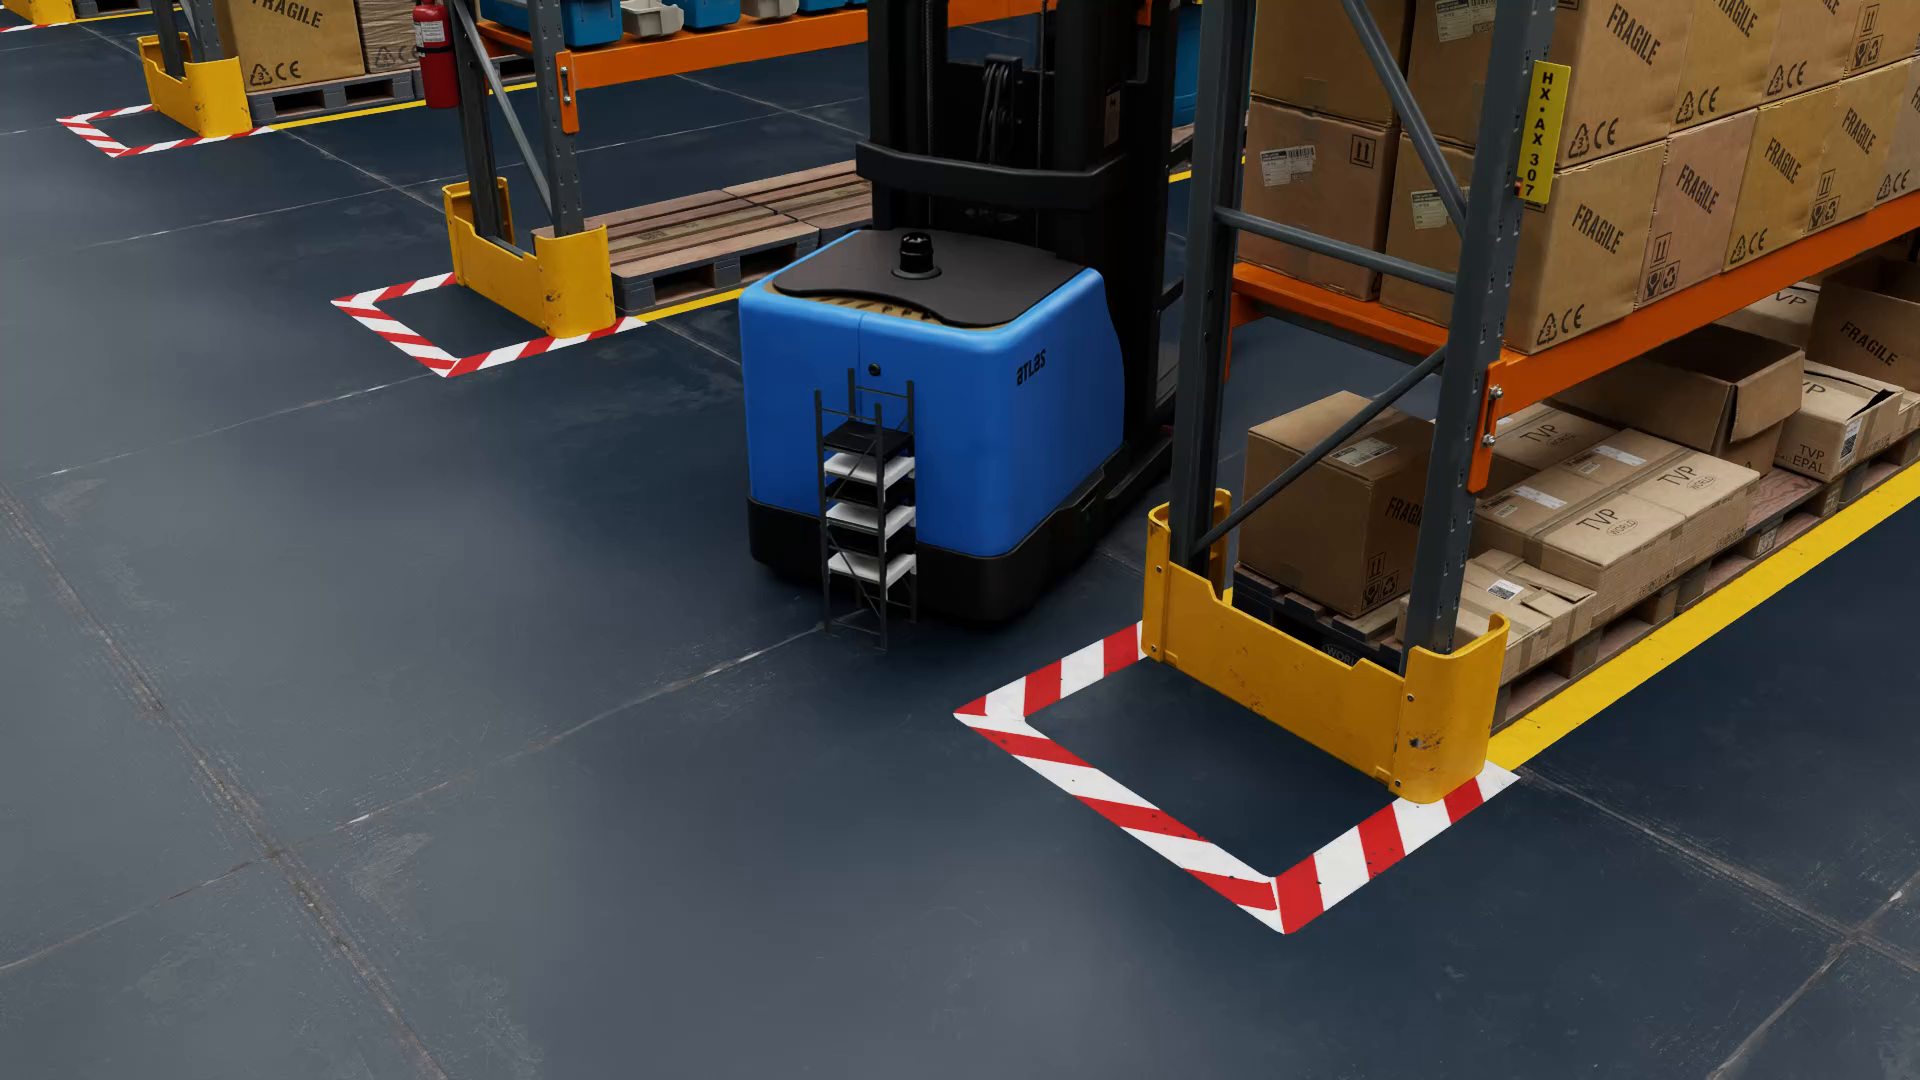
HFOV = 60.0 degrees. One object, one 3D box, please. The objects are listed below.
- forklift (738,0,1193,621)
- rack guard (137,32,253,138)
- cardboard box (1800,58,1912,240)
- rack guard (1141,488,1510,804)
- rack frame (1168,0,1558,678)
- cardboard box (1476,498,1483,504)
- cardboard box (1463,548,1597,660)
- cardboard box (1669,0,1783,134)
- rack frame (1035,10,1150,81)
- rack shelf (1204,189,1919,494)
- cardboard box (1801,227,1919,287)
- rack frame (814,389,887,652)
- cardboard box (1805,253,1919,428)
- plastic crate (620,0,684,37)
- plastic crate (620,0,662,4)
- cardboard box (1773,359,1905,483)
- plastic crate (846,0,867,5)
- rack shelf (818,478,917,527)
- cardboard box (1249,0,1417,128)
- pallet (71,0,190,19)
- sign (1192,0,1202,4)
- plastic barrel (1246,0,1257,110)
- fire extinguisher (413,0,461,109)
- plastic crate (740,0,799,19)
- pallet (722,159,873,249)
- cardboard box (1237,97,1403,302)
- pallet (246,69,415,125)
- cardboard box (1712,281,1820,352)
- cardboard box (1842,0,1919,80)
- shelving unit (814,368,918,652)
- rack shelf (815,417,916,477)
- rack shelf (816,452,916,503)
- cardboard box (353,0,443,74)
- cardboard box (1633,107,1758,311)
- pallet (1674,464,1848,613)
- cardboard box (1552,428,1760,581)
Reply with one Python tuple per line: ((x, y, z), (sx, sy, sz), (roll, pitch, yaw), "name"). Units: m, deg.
((0.371, -1.685, 6.293), (1.130, 2.935, 3.031), (14, 31, 24), "forklift")
((-5.414, -3.227, 11.757), (0.348, 0.500, 1.175), (-22, 35, -35), "rack guard")
((2.694, -1.333, 5.456), (0.500, 0.500, 0.500), (-21, 35, -34), "cardboard box")
((1.089, 0.296, 5.166), (0.348, 0.500, 1.175), (-22, 35, -35), "rack guard")
((1.031, -0.783, 4.533), (0.127, 3.000, 1.000), (-22, 35, -35), "rack frame")
((1.651, -0.074, 5.745), (0.250, 0.166, 0.380), (-22, 35, -35), "cardboard box")
((1.763, 0.191, 5.250), (0.250, 0.166, 0.380), (-22, 35, -35), "cardboard box")
((1.933, -1.472, 4.656), (0.500, 0.500, 0.500), (-21, 35, -34), "cardboard box")
((0.862, -3.784, 10.149), (0.127, 3.000, 1.000), (-22, 35, -35), "rack frame")
((2.553, -1.078, 5.848), (4.000, 0.370, 1.077), (-22, 35, -35), "rack shelf")
((4.264, -1.352, 7.783), (0.500, 0.500, 0.500), (-22, 35, -35), "cardboard box")
((-0.350, -0.049, 5.388), (0.240, 0.900, 0.006), (14, 31, 24), "rack frame")
((3.825, -0.823, 6.792), (0.500, 0.500, 0.500), (-22, 35, -35), "cardboard box")
((-1.482, -2.497, 7.955), (0.298, 0.136, 0.250), (-22, 35, -35), "plastic crate")
((-1.678, -2.785, 8.495), (0.243, 0.136, 0.396), (-22, 35, -35), "plastic crate")
((3.254, -0.510, 6.407), (0.500, 0.311, 0.500), (-22, 35, -35), "cardboard box")
((-0.550, -2.965, 8.730), (0.300, 0.233, 0.416), (-22, 35, -35), "plastic crate")
((-0.303, -0.142, 5.441), (0.258, 0.077, 0.200), (14, 31, 24), "rack shelf")
((1.191, -1.503, 4.713), (0.500, 0.500, 0.500), (-22, 35, -35), "cardboard box")
((-7.839, -5.175, 15.710), (1.213, 0.211, 1.003), (-22, 35, -35), "pallet")
((0.686, -1.639, 4.570), (0.005, 0.325, 0.100), (-22, 35, -35), "sign")
((1.826, -3.421, 11.250), (0.708, 0.901, 0.600), (-22, 35, -35), "plastic barrel")
((-2.591, -2.479, 8.184), (0.183, 0.674, 0.296), (-22, 35, -35), "fire extinguisher")
((-0.966, -2.704, 8.344), (0.298, 0.136, 0.250), (-22, 35, -35), "plastic crate")
((-0.601, -1.940, 9.657), (1.213, 0.211, 1.003), (-22, 35, -35), "pallet")
((1.195, -1.062, 4.949), (0.500, 0.500, 0.500), (-21, 34, -33), "cardboard box")
((-4.838, -3.379, 12.350), (1.213, 0.211, 1.003), (-22, 35, -35), "pallet")
((3.614, -0.964, 7.258), (0.500, 0.311, 0.500), (-22, 35, -35), "cardboard box")
((2.702, -1.779, 5.230), (0.500, 0.500, 0.500), (-22, 35, -35), "cardboard box")
((-0.303, -0.092, 5.467), (0.258, 0.900, 0.210), (14, 31, 24), "shelving unit")
((-0.303, -0.301, 5.356), (0.258, 0.077, 0.200), (14, 31, 24), "rack shelf")
((-0.303, -0.221, 5.398), (0.258, 0.077, 0.200), (14, 31, 24), "rack shelf")
((-4.268, -4.087, 12.525), (0.875, 0.875, 0.875), (-22, 35, -35), "cardboard box")
((1.929, -1.028, 4.886), (0.500, 0.500, 0.500), (-22, 35, -35), "cardboard box")
((2.622, -0.192, 6.386), (1.213, 0.211, 1.003), (-22, 35, -35), "pallet")
((2.390, -0.135, 5.771), (0.500, 0.250, 0.500), (-22, 35, -35), "cardboard box")
